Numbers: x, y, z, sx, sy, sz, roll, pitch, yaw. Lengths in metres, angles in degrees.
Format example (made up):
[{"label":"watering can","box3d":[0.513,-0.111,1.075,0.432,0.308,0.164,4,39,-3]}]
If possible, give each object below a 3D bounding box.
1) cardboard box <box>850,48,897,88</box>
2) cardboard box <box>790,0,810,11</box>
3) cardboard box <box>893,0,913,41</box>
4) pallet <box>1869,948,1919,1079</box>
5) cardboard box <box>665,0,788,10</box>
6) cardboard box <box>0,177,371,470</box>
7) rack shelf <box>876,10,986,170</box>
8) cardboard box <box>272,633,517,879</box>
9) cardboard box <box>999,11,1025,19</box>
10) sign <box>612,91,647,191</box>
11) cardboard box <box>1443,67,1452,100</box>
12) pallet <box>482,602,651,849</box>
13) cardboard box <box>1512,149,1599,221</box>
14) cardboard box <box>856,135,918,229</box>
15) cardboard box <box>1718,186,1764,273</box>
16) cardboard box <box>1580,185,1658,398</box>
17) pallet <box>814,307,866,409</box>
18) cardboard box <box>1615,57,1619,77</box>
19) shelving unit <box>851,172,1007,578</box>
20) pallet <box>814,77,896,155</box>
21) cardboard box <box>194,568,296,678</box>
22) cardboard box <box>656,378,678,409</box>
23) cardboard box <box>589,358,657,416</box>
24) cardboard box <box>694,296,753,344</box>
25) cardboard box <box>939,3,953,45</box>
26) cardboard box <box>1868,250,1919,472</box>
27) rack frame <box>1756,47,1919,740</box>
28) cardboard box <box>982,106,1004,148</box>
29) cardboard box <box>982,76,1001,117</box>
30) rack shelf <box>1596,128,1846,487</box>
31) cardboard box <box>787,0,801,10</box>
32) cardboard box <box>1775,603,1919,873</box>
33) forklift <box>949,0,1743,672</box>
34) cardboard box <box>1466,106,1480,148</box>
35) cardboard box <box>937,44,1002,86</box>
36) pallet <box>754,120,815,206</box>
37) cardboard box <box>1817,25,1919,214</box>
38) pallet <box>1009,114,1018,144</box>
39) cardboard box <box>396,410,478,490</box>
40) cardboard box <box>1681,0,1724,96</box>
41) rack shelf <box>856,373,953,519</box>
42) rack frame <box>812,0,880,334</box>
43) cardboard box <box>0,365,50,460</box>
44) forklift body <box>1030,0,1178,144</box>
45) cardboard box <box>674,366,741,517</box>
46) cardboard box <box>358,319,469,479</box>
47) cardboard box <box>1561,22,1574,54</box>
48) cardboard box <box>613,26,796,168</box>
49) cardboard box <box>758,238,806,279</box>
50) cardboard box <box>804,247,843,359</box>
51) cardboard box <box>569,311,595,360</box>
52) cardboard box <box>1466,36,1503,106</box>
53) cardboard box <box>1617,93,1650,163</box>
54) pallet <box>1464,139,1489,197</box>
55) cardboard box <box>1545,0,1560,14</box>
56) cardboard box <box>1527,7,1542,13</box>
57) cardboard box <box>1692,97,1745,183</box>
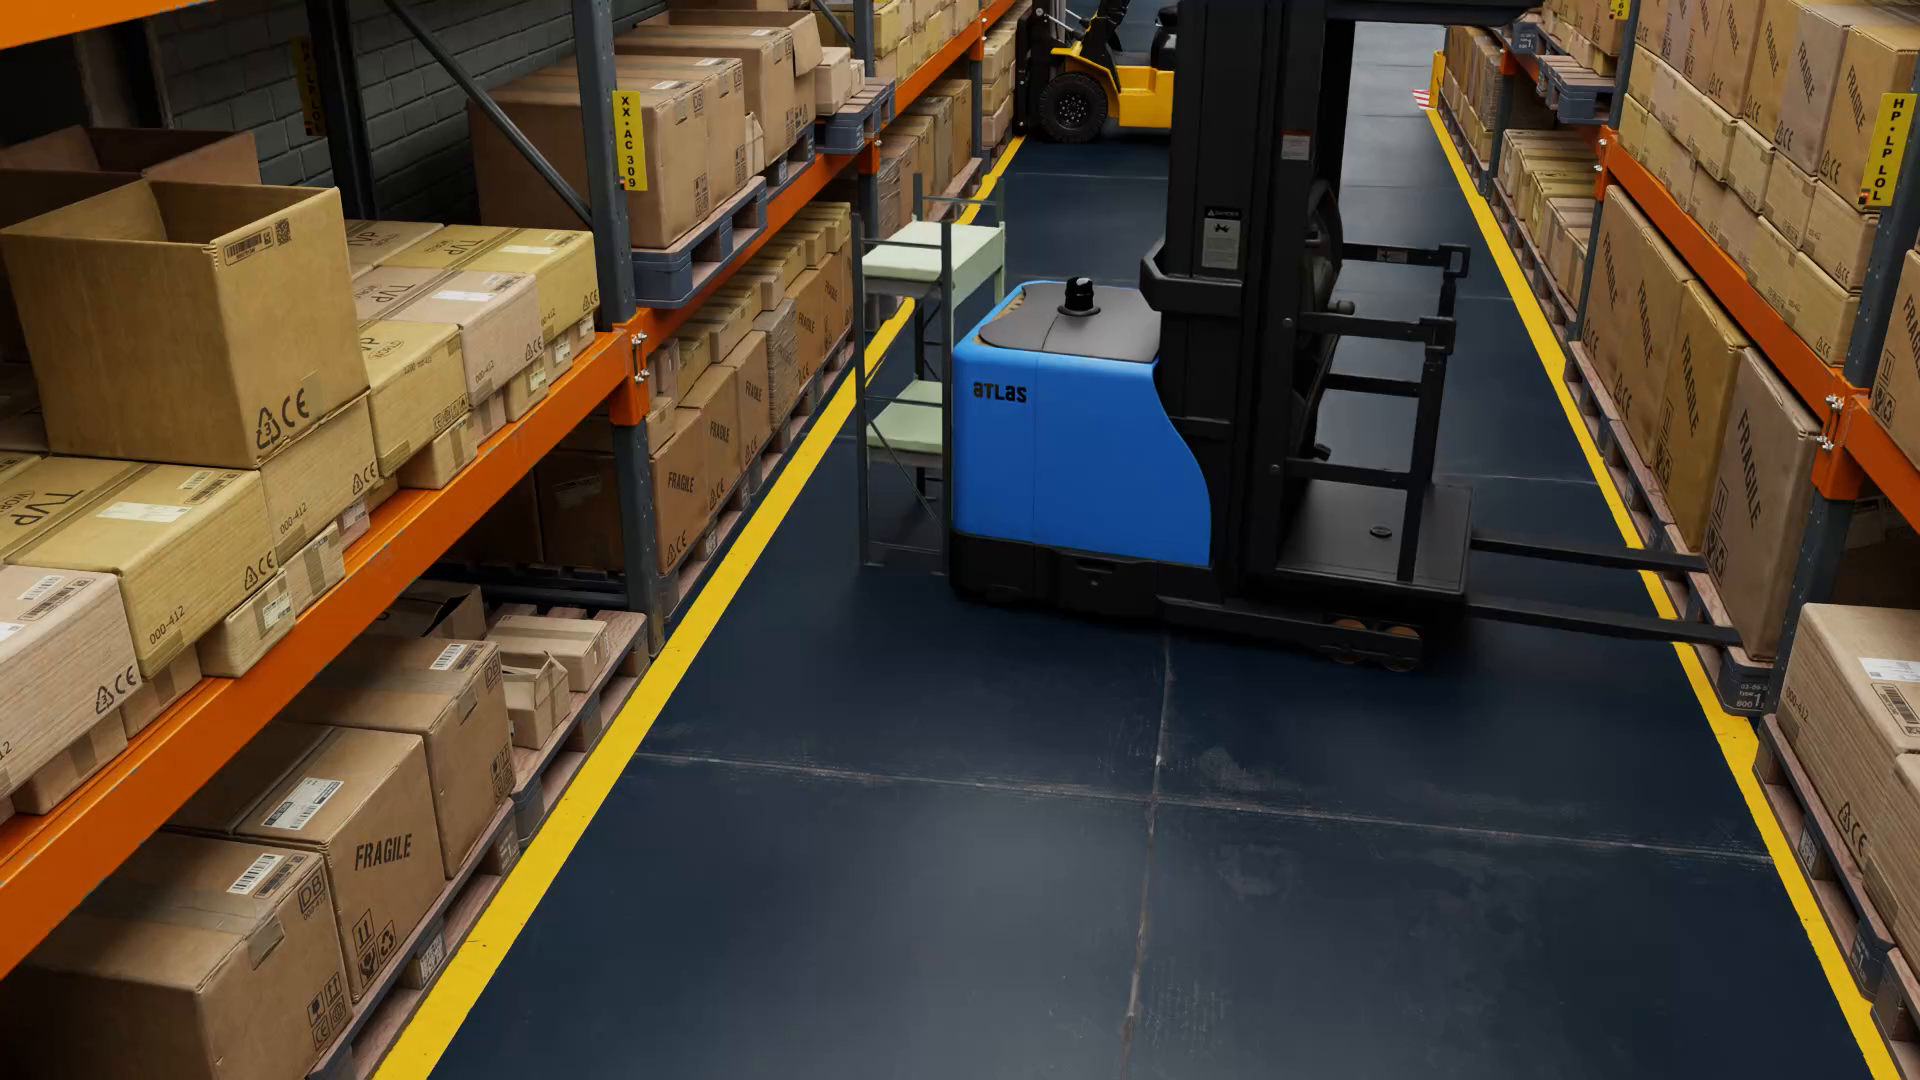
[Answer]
[{"label":"cardboard box","box3d":[-0.667,-2.738,9.739,0.500,0.250,0.500,4,25,9]},{"label":"cardboard box","box3d":[-1.182,-3.003,9.715,0.500,0.250,0.500,5,25,10]},{"label":"cardboard box","box3d":[-0.584,-3.174,10.080,0.500,0.250,0.500,5,26,10]},{"label":"pallet","box3d":[2.864,1.465,3.871,1.003,0.211,1.213,4,25,9]},{"label":"cardboard box","box3d":[-1.219,-2.669,8.800,0.500,0.500,0.500,5,26,11]},{"label":"cardboard box","box3d":[-1.704,-0.497,3.714,0.500,0.500,0.500,5,25,10]},{"label":"rack shelf","box3d":[-0.654,-3.148,11.286,1.077,0.370,4.000,4,25,9]},{"label":"cardboard box","box3d":[-1.747,0.612,4.857,0.700,0.500,0.500,3,25,7]},{"label":"cardboard box","box3d":[0.409,-4.741,15.409,0.500,0.250,0.500,4,25,9]},{"label":"sign","box3d":[-1.098,-1.322,5.515,0.100,0.325,0.005,4,25,9]},{"label":"cardboard box","box3d":[4.819,-4.268,15.577,0.500,0.250,0.500,4,25,8]},{"label":"pallet","box3d":[-1.748,0.586,5.750,1.003,0.211,1.213,4,25,9]},{"label":"cardboard box","box3d":[4.373,-2.448,11.545,0.950,0.372,0.625,6,26,12]},{"label":"cardboard box","box3d":[-0.766,-2.286,10.901,0.875,0.625,0.625,5,26,10]},{"label":"cardboard box","box3d":[3.273,-1.182,6.414,0.500,0.250,0.500,3,25,7]},{"label":"cardboard box","box3d":[3.722,-1.240,8.372,0.875,0.875,0.875,4,25,8]},{"label":"pallet","box3d":[-1.140,-1.065,9.276,1.003,0.211,1.213,4,25,9]},{"label":"cardboard box","box3d":[3.738,-2.525,8.907,0.380,0.149,0.250,5,26,10]},{"label":"shelving unit","box3d":[-0.115,-0.699,6.975,0.431,1.500,0.755,8,26,16]},{"label":"pallet","box3d":[-1.022,-2.262,8.771,1.213,0.211,1.003,4,25,9]},{"label":"cardboard box","box3d":[-1.704,0.168,3.648,0.380,0.149,0.250,3,25,7]},{"label":"cardboard box","box3d":[-1.345,-0.569,6.616,0.380,0.149,0.250,3,25,7]},{"label":"cardboard box","box3d":[-1.373,-0.587,6.303,0.380,0.149,0.250,4,25,8]},{"label":"cardboard box","box3d":[-1.162,-0.998,7.533,0.380,0.149,0.250,5,26,10]},{"label":"cardboard box","box3d":[-0.340,-3.597,11.574,0.500,0.250,0.500,4,25,9]},{"label":"cardboard box","box3d":[2.928,-0.489,4.639,0.500,0.500,0.500,5,26,10]},{"label":"rack frame","box3d":[3.263,-0.622,5.041,1.000,3.000,0.127,4,25,9]},{"label":"cardboard box","box3d":[0.079,-3.435,13.798,0.500,0.250,0.500,4,25,9]},{"label":"cardboard box","box3d":[0.056,-3.663,13.695,0.500,0.250,0.500,4,25,8]},{"label":"rack shelf","box3d":[3.590,-1.133,6.981,1.077,0.370,4.000,4,25,9]},{"label":"cardboard box","box3d":[-1.127,-3.127,9.508,0.380,0.149,0.250,5,26,10]},{"label":"cardboard box","box3d":[3.054,0.603,4.950,0.875,0.438,0.875,4,25,8]},{"label":"forklift","box3d":[1.531,-1.088,6.118,3.031,2.935,1.130,8,26,16]},{"label":"cardboard box","box3d":[4.479,-3.402,13.728,0.500,0.250,0.500,3,25,7]},{"label":"cardboard box","box3d":[0.061,-3.889,13.588,0.500,0.250,0.500,4,25,8]},{"label":"pallet","box3d":[-1.294,-1.737,7.649,1.003,0.211,1.213,4,25,9]},{"label":"cardboard box","box3d":[3.088,-1.325,5.244,0.500,0.500,0.500,5,26,10]},{"label":"pallet","box3d":[0.041,-3.889,15.309,1.003,0.211,1.213,4,25,9]},{"label":"cardboard box","box3d":[-1.561,-0.263,4.569,0.380,0.149,0.250,4,25,8]},{"label":"cardboard box","box3d":[3.423,-2.181,7.073,0.500,0.500,0.500,5,25,10]},{"label":"rack shelf","box3d":[-0.115,-0.404,7.113,0.431,0.370,0.720,8,26,16]},{"label":"rack frame","box3d":[-0.981,-2.638,9.347,1.000,3.000,0.127,4,25,9]},{"label":"cardboard box","box3d":[-2.218,-0.210,3.987,0.500,0.250,0.500,4,25,8]},{"label":"forklift body","box3d":[1.816,-4.680,14.710,2.313,2.155,1.214,4,25,9]},{"label":"cardboard box","box3d":[-1.256,-0.433,7.089,0.500,0.500,0.500,4,25,8]},{"label":"cardboard box","box3d":[-1.639,-0.383,4.357,0.500,0.250,0.500,4,25,8]},{"label":"cardboard box","box3d":[3.788,-2.971,9.861,0.380,0.149,0.250,4,25,9]},{"label":"cardboard box","box3d":[-1.122,-1.932,7.225,0.700,0.500,0.500,4,25,8]},{"label":"cardboard box","box3d":[-1.000,-1.435,8.465,0.380,0.149,0.250,5,26,10]},{"label":"cardboard box","box3d":[-0.930,-1.295,8.932,0.500,0.500,0.500,4,25,8]},{"label":"cardboard box","box3d":[-1.438,-0.700,5.503,0.380,0.149,0.250,4,25,9]},{"label":"cardboard box","box3d":[4.566,-3.945,14.003,0.500,0.500,0.500,5,26,11]},{"label":"cardboard box","box3d":[3.588,-2.040,8.247,0.500,0.250,0.500,4,25,8]},{"label":"pallet","box3d":[4.645,-2.989,13.386,1.003,0.211,1.213,4,25,9]},{"label":"cardboard box","box3d":[3.962,-3.531,10.291,0.500,0.500,0.500,3,25,6]},{"label":"cardboard box","box3d":[4.119,-3.731,11.485,0.380,0.149,0.250,5,25,10]},{"label":"cardboard box","box3d":[3.315,-1.624,6.768,0.500,0.250,0.500,4,25,9]}]
